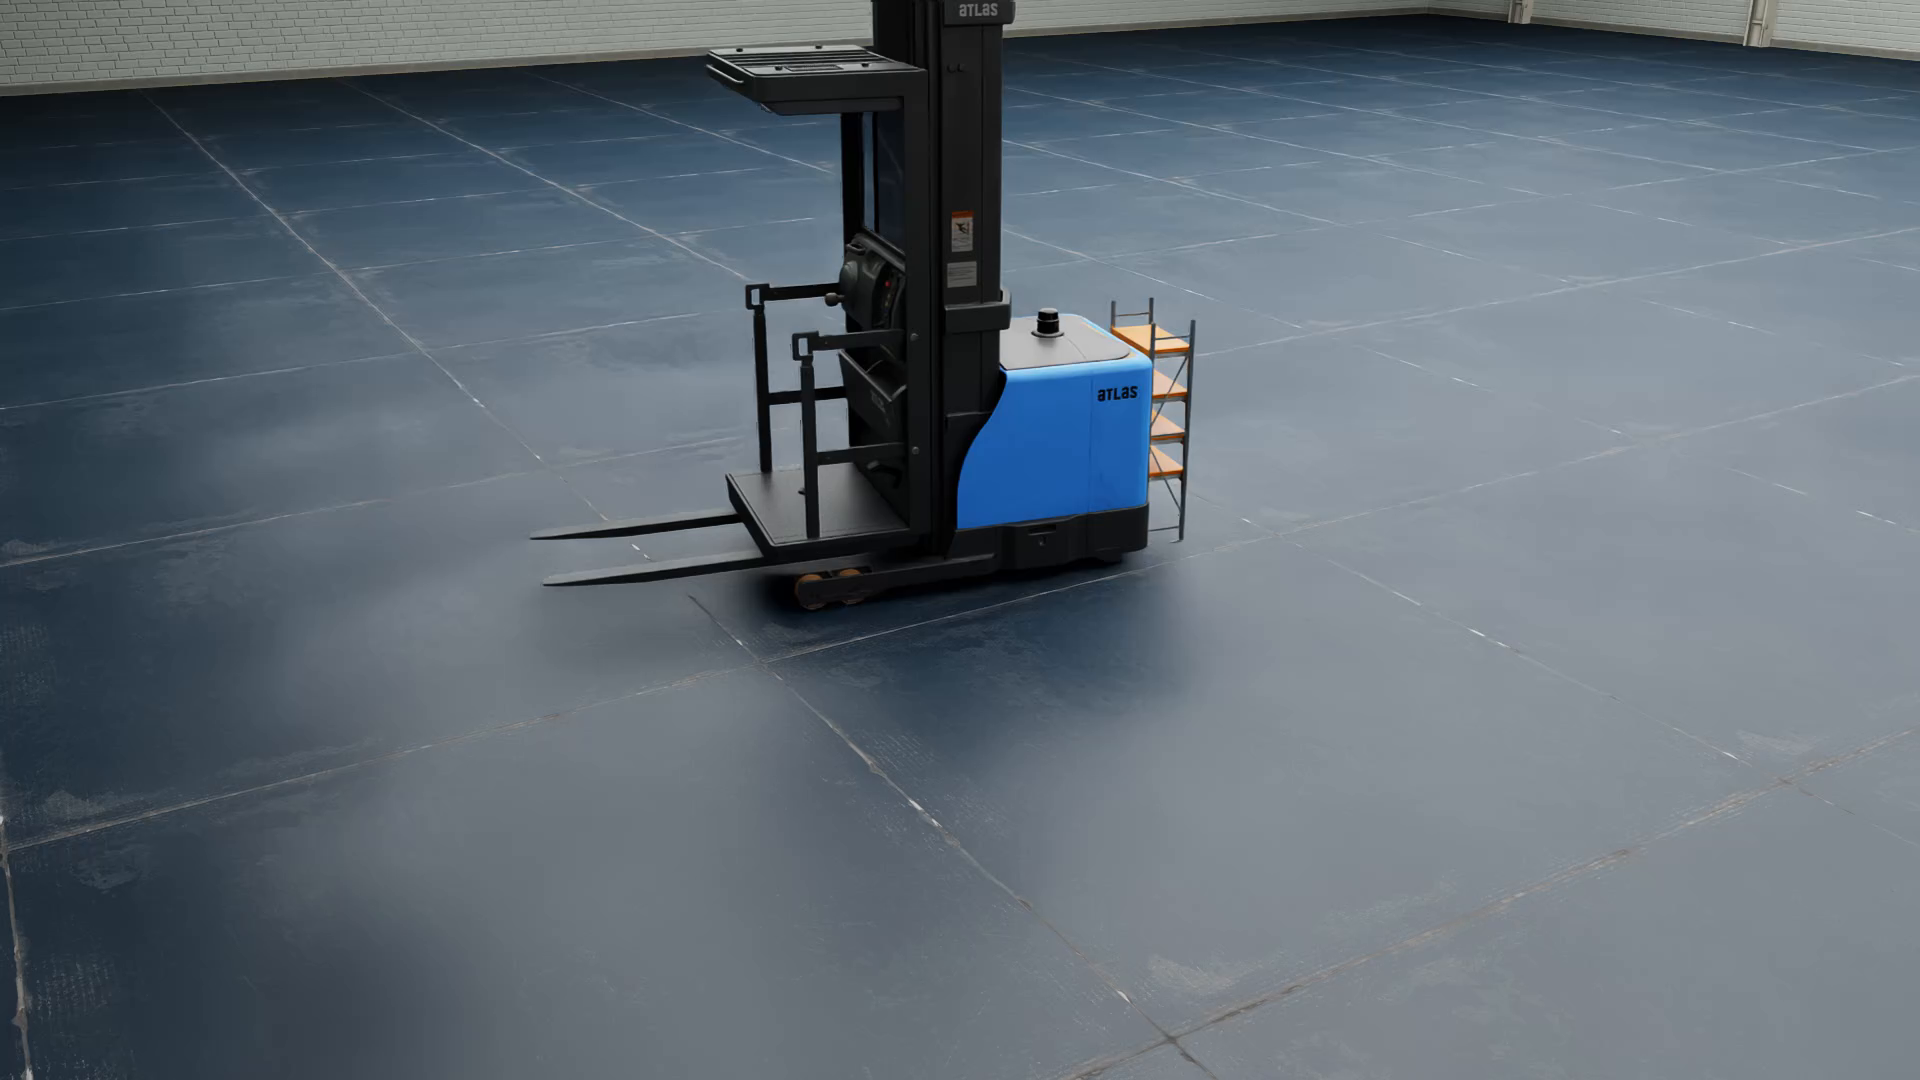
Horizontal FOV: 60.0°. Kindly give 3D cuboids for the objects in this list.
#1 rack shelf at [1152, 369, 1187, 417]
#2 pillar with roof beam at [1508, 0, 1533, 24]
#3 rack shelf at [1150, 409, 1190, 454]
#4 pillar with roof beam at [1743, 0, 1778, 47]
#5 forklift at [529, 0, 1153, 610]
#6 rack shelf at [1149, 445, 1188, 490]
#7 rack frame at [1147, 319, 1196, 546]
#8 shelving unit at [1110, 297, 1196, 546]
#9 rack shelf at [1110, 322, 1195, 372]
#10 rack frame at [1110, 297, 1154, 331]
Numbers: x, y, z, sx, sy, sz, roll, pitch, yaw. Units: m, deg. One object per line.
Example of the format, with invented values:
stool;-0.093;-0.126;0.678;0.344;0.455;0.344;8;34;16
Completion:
rack shelf;0.988;-0.769;8.694;0.258;0.148;0.480;-7;23;-18
pillar with roof beam;8.916;-15.008;33.784;9.100;9.000;0.400;-13;25;-28
rack shelf;0.987;-0.562;8.778;0.258;0.148;0.480;-7;23;-18
pillar with roof beam;11.981;-13.065;29.005;9.100;9.000;0.400;-13;25;-28
forklift;-0.609;-1.247;7.988;3.031;2.935;1.130;-7;23;-18
rack shelf;0.987;-0.378;8.852;0.258;0.148;0.480;-7;23;-18
rack frame;1.067;-0.537;8.539;0.240;1.200;0.015;-7;23;-18
shelving unit;0.987;-0.624;8.752;0.258;1.200;0.503;-7;23;-18
rack shelf;0.988;-0.988;8.605;0.258;0.148;0.480;-7;23;-18
rack frame;0.908;-0.711;8.966;0.240;1.200;0.015;-7;23;-18
